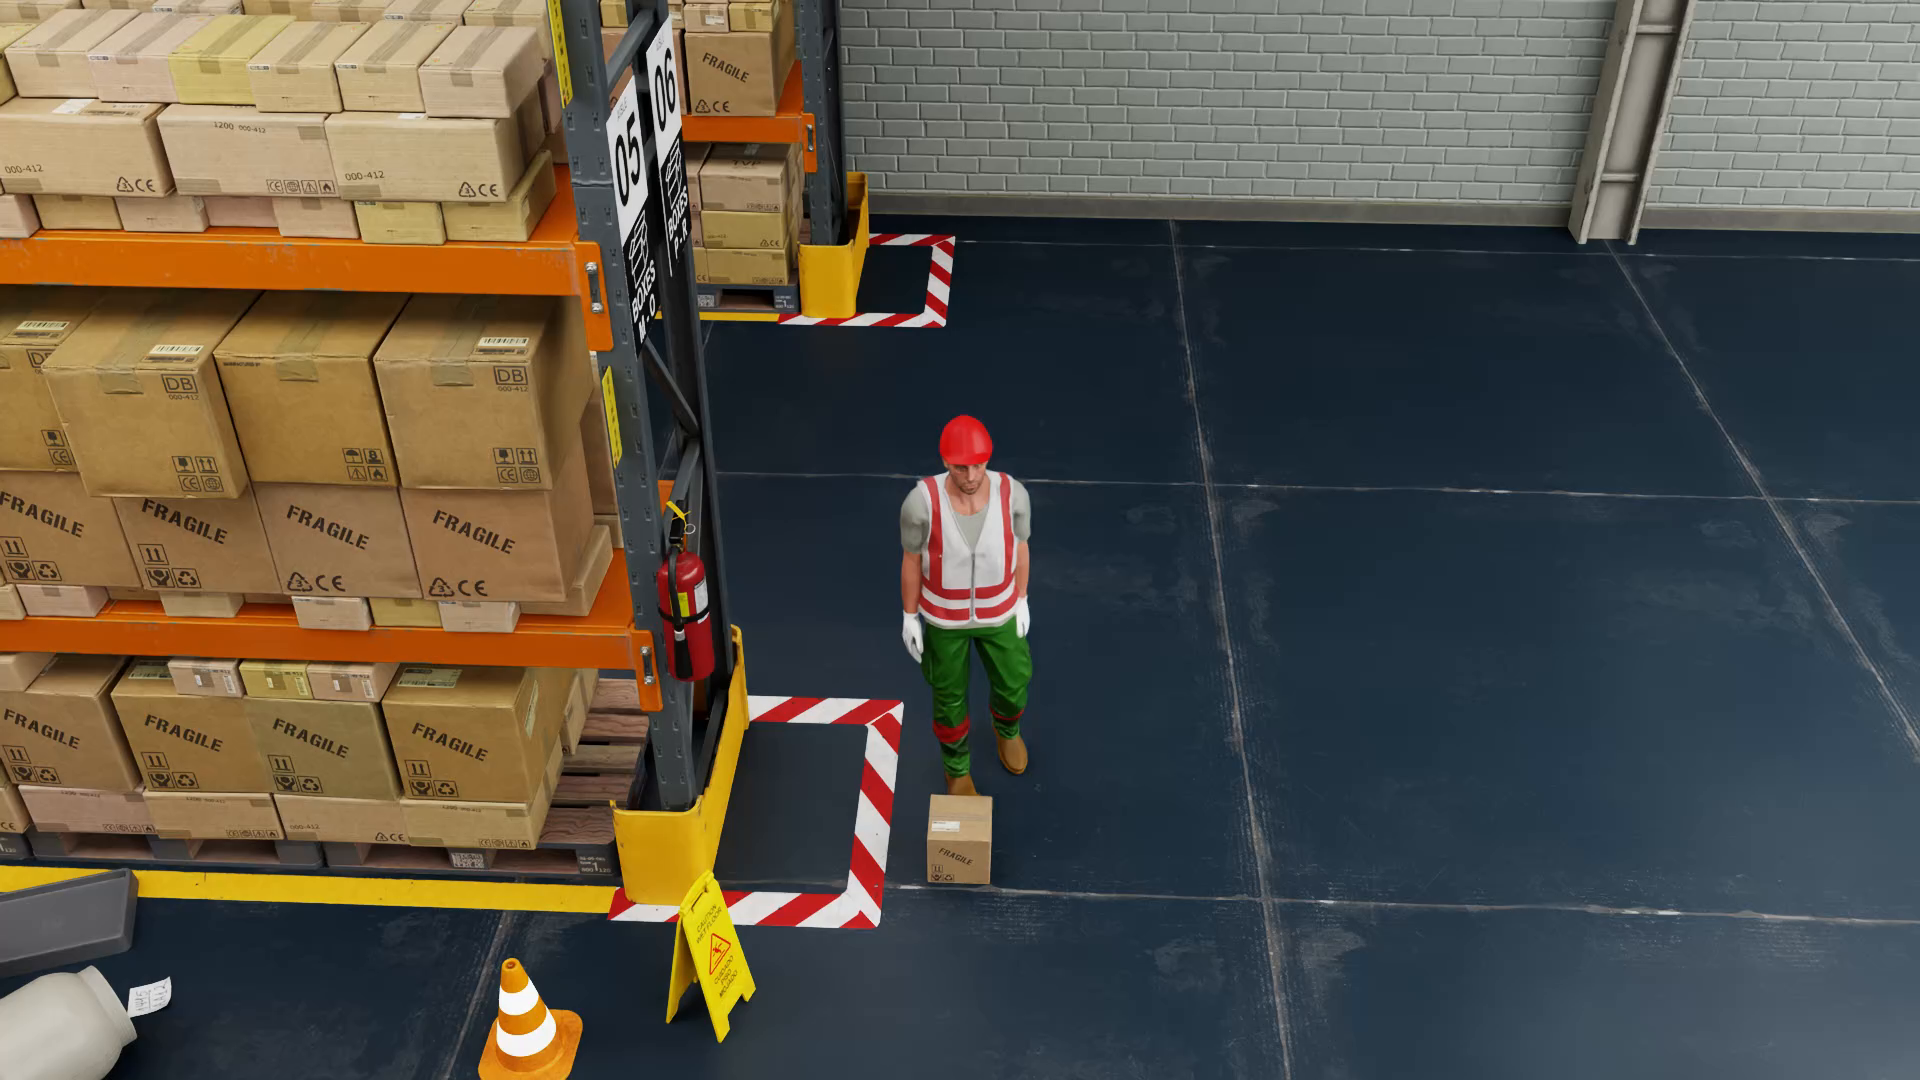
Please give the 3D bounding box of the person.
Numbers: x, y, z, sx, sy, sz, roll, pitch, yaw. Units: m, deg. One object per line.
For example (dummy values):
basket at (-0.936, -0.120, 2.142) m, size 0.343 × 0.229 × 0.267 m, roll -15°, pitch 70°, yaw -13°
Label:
person at (0.033, 0.294, 6.669) m, size 0.544 × 1.796 × 0.499 m, roll -4°, pitch 36°, yaw -6°
